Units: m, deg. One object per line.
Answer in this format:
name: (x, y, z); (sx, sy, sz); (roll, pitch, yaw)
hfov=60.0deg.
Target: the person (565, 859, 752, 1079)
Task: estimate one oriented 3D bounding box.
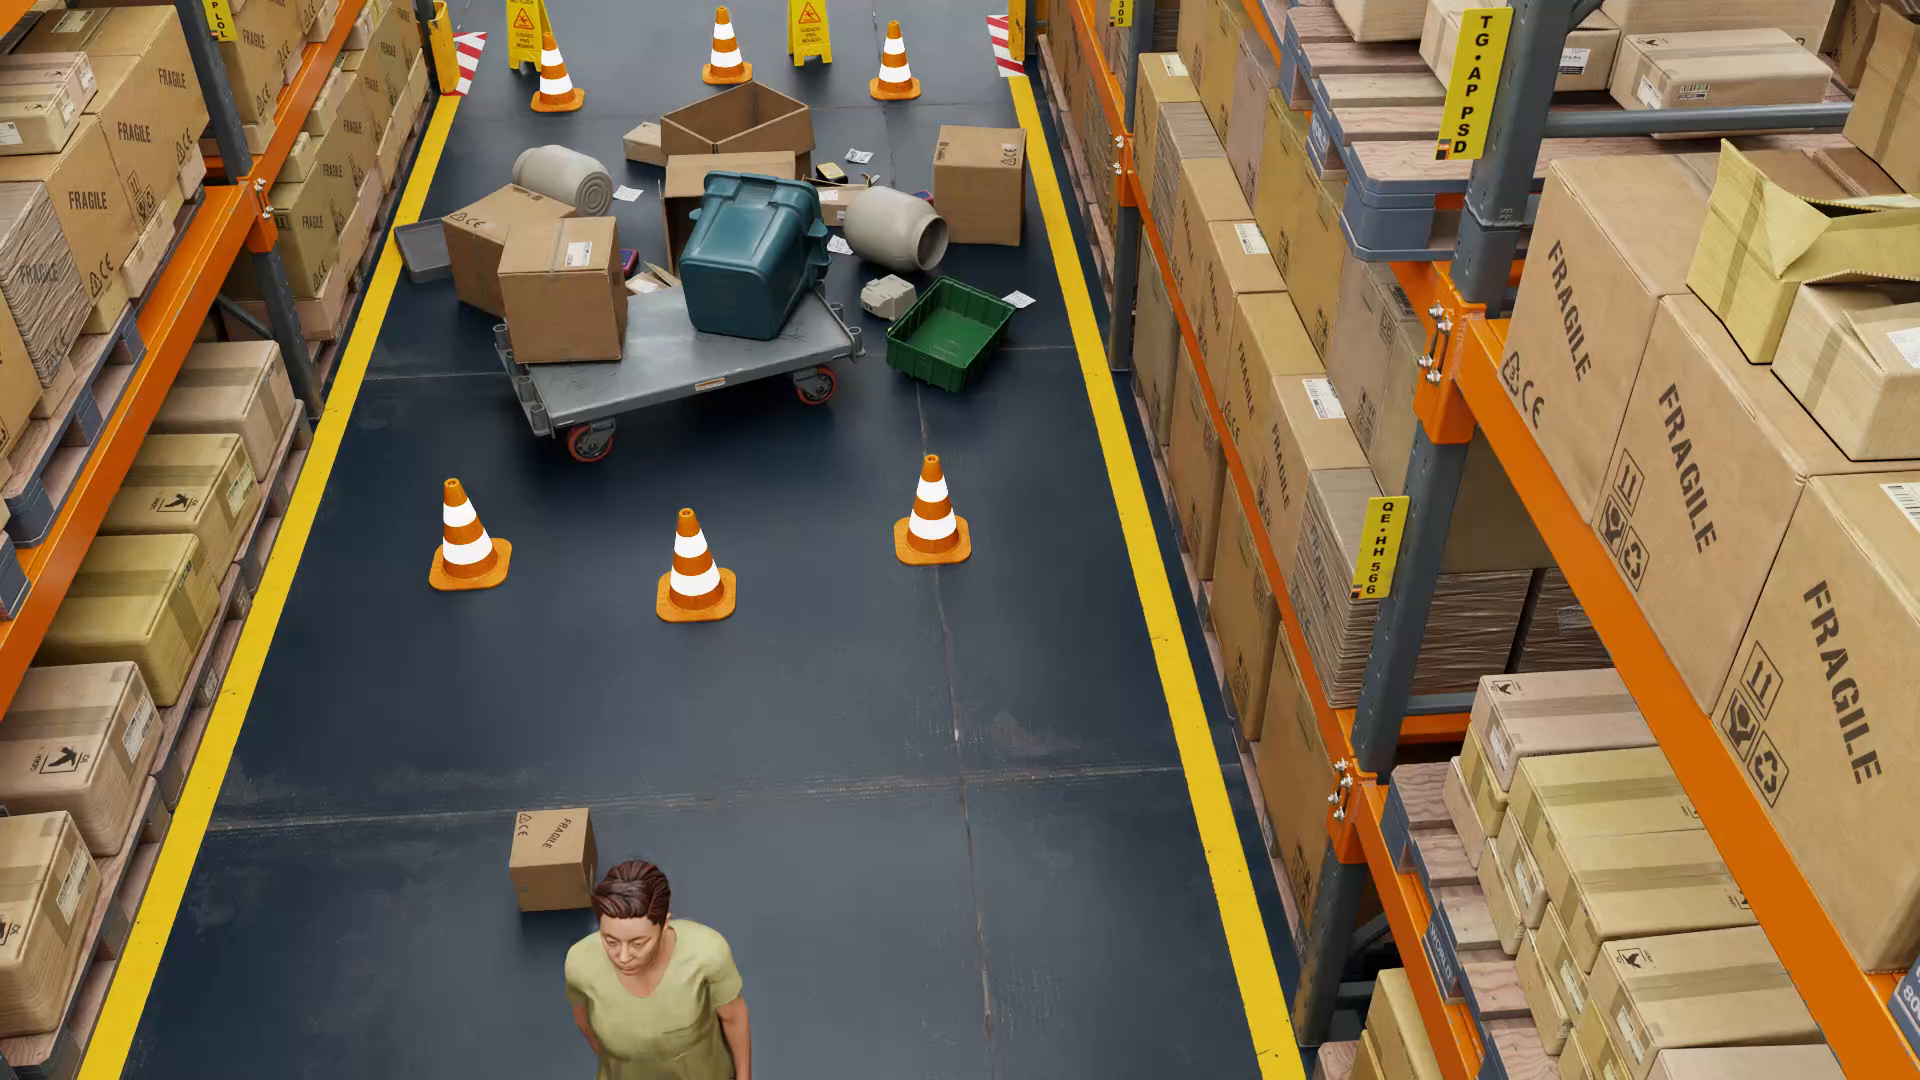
person: (-0.779, 1.395, 4.449); (0.453, 1.630, 0.960); (-7, 40, -8)
